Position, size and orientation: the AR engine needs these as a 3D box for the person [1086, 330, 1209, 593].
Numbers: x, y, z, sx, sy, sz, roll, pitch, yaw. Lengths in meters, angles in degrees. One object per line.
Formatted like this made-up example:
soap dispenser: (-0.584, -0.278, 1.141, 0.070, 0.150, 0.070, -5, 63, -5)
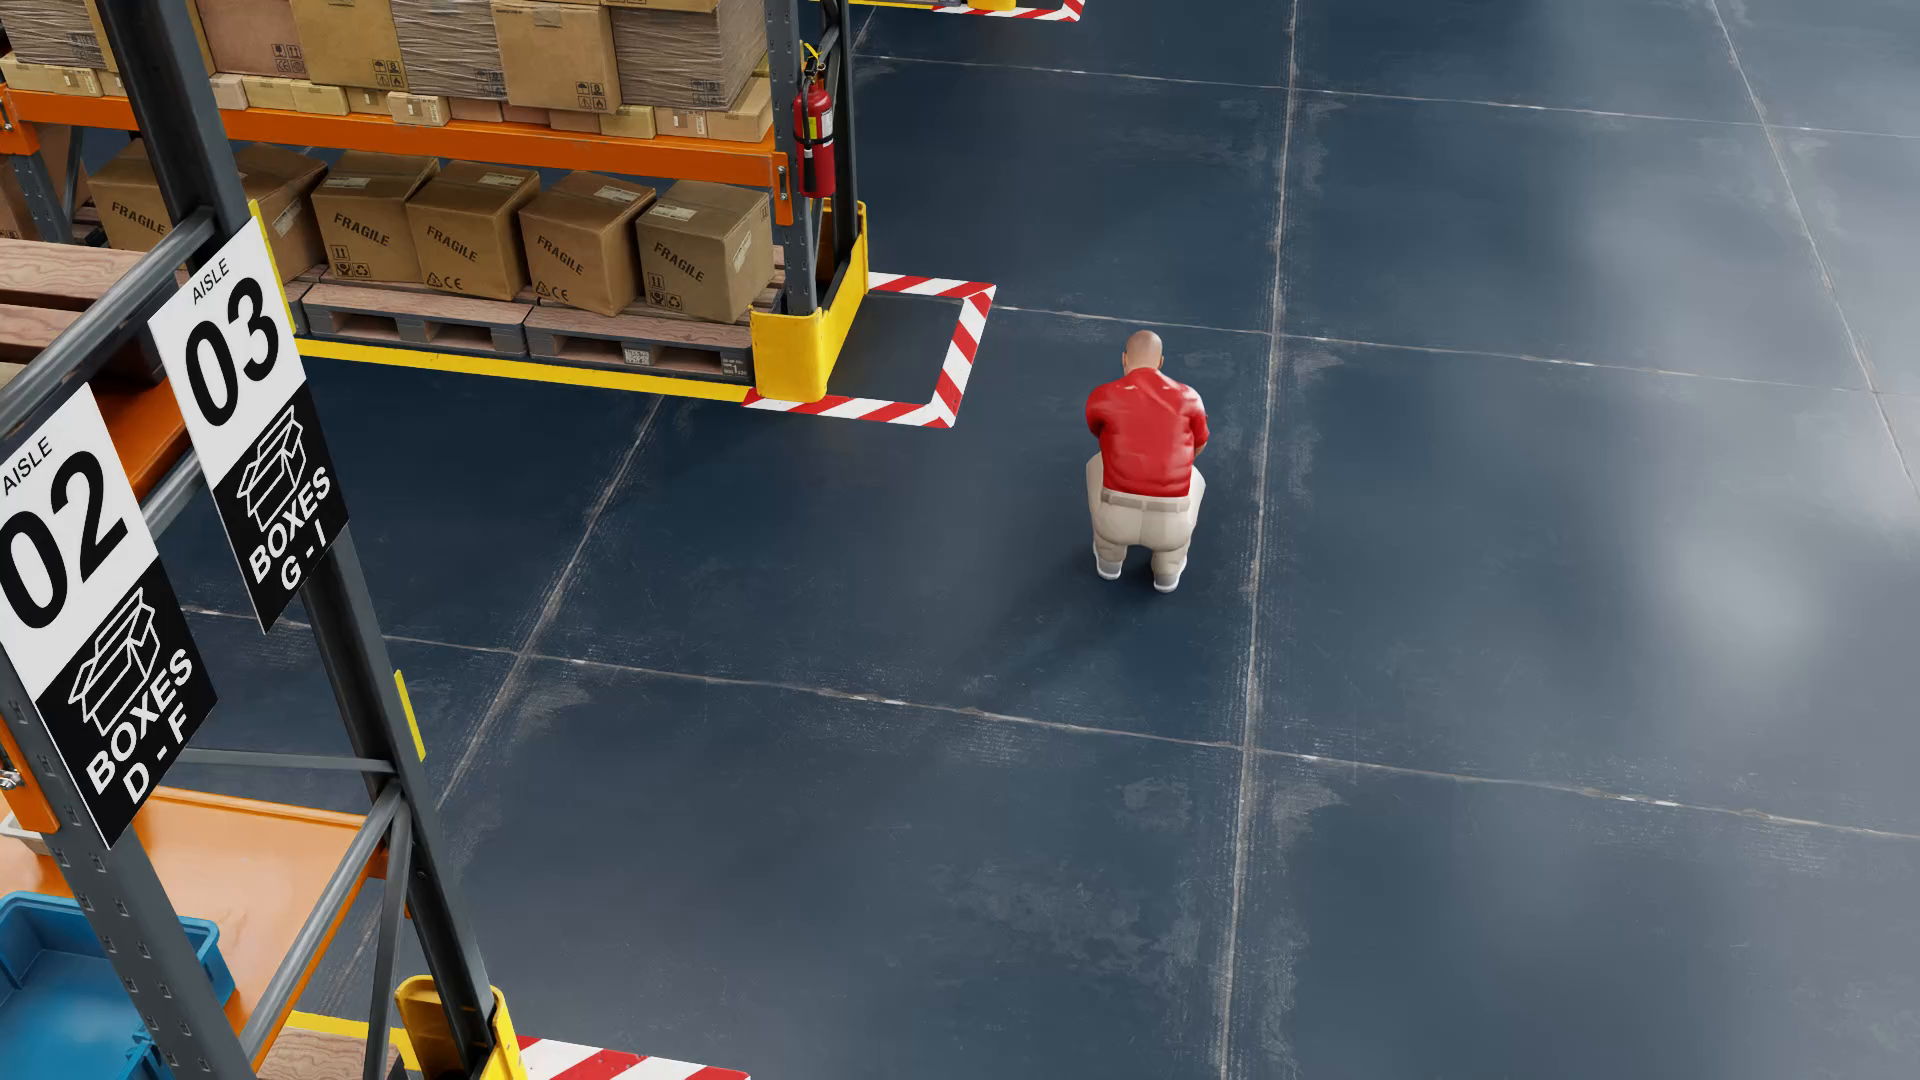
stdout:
person: (0.797, -0.346, 7.170, 0.543, 0.980, 0.876, 6, 41, 7)
